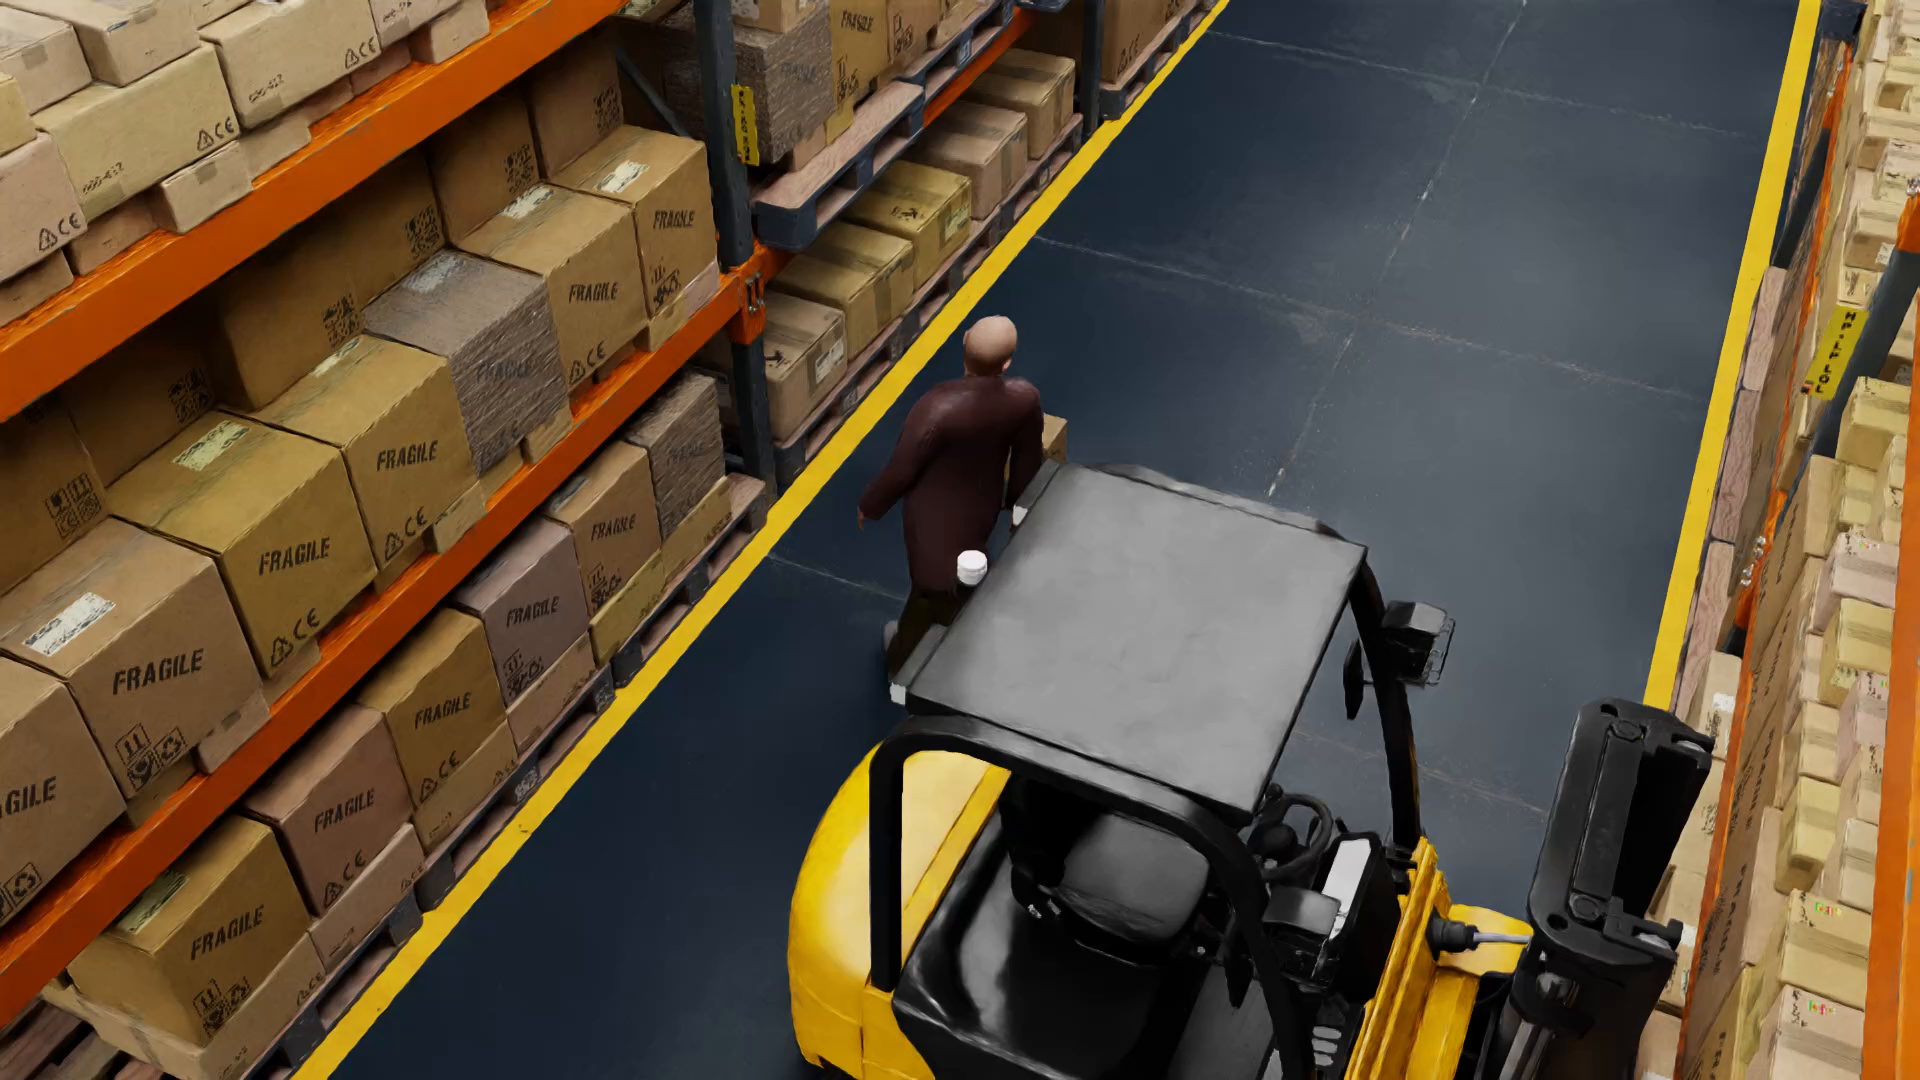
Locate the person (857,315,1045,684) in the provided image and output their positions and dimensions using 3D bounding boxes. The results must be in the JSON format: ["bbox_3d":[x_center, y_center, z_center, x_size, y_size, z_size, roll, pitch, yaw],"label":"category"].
[{"bbox_3d":[-0.027,-0.099,6.303,0.746,1.740,0.613,33,51,32],"label":"person"}]
